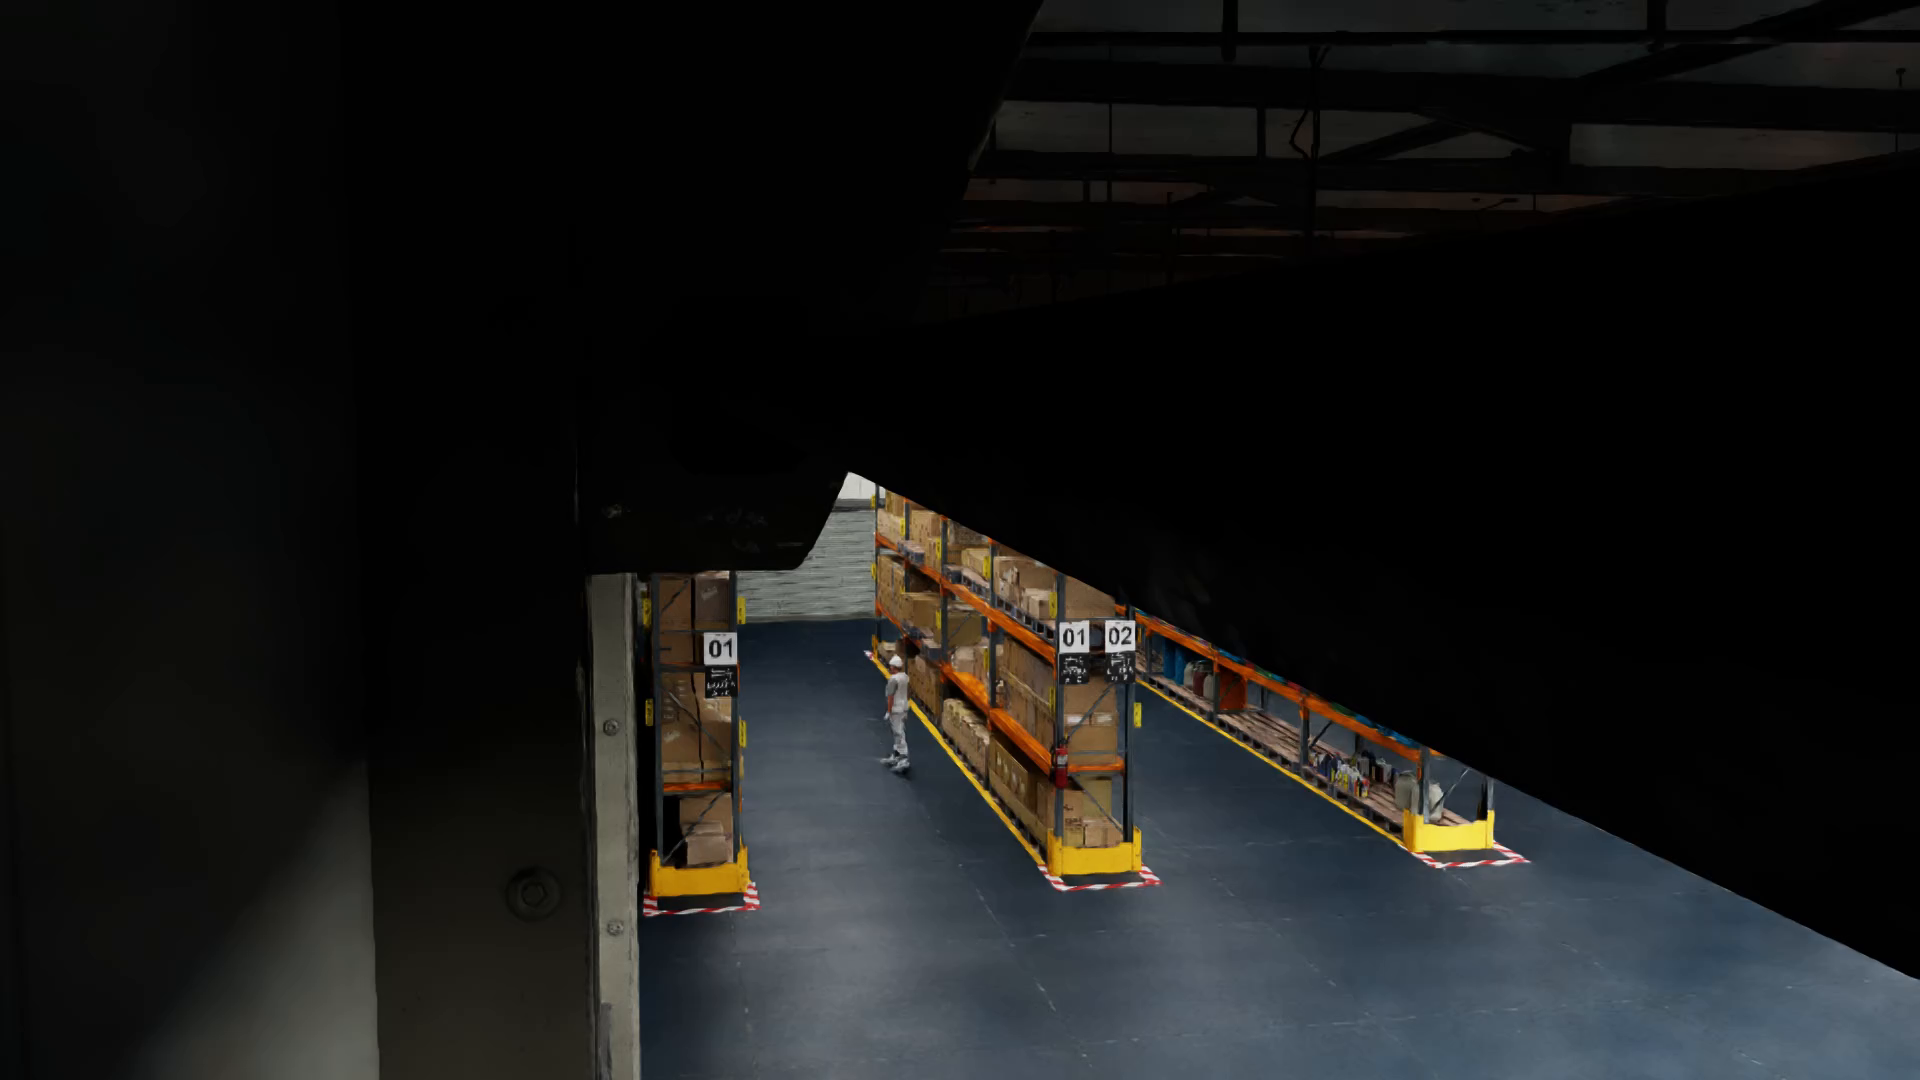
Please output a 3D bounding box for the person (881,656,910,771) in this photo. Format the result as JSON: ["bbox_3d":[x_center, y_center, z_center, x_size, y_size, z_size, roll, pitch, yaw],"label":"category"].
[{"bbox_3d":[-1.031,2.721,26.373,0.569,1.785,0.655,2,6,21],"label":"person"}]
